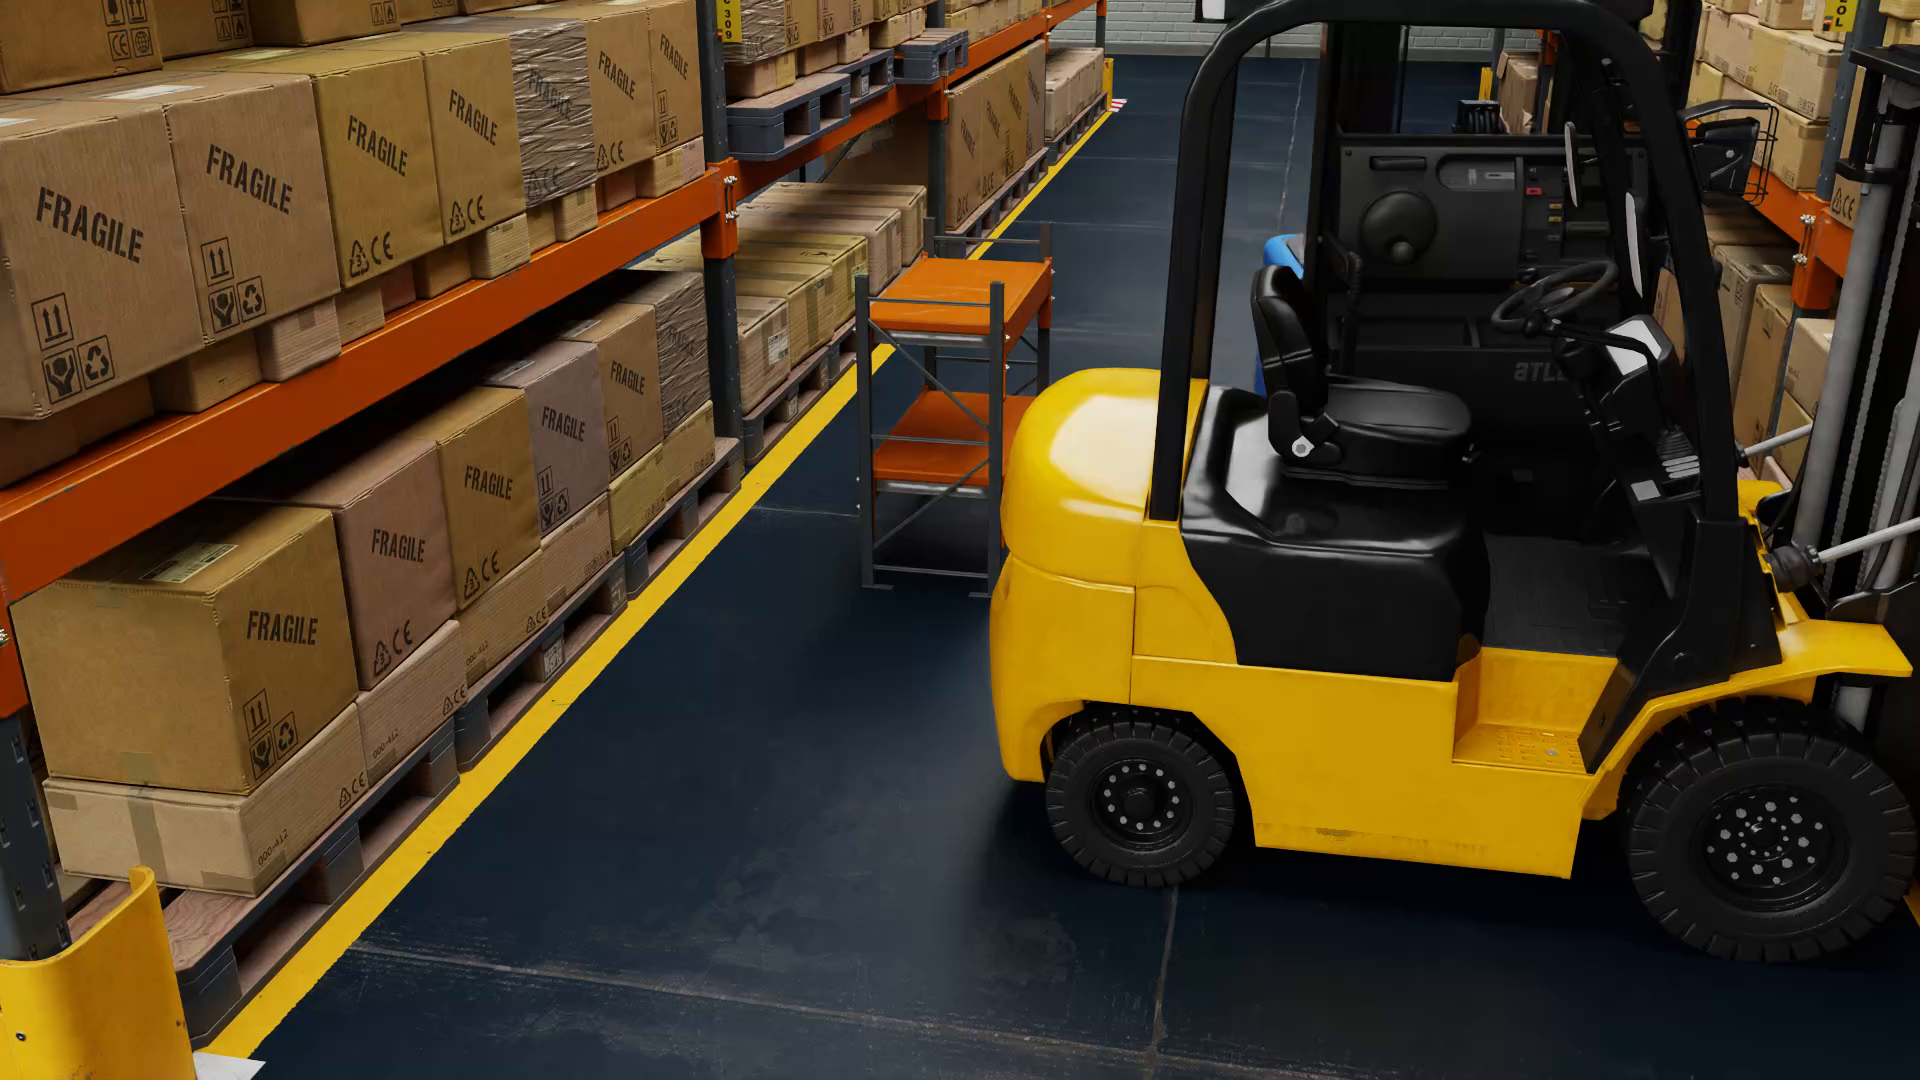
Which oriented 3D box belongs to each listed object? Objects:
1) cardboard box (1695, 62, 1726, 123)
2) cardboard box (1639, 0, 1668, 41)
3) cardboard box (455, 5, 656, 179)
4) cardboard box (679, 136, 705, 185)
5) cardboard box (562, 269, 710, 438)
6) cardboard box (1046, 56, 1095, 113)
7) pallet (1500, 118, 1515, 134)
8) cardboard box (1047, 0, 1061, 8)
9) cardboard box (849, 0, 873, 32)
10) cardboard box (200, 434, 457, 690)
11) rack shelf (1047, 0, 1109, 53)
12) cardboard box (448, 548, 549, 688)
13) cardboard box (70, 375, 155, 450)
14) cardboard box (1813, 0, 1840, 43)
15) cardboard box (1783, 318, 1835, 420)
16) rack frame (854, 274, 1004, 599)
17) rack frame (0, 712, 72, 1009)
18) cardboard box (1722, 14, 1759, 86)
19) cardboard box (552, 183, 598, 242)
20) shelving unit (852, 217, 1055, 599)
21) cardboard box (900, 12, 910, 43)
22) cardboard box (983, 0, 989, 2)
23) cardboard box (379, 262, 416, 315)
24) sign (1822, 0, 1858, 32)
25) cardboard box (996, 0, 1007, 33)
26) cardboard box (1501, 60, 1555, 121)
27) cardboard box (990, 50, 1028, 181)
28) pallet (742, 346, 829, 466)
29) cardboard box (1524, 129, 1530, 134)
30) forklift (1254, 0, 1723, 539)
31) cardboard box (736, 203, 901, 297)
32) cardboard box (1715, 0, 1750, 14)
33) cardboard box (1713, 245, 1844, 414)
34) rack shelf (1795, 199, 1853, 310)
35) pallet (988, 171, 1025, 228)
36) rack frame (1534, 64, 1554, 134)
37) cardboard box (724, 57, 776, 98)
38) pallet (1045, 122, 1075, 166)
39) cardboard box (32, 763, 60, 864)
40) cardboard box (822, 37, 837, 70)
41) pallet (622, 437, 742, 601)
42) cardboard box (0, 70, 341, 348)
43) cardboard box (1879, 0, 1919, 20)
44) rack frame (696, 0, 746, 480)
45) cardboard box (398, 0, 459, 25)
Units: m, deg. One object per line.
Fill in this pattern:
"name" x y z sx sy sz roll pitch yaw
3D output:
"cardboard box" 3.624 -1.990 7.481 0.500 0.250 0.500 5 23 13
"cardboard box" 3.913 -2.786 8.788 0.500 0.250 0.500 4 22 11
"cardboard box" -1.354 -1.494 5.516 0.500 0.500 0.500 5 23 13
"cardboard box" -1.176 -1.423 6.207 0.380 0.149 0.250 4 22 10
"cardboard box" -1.267 -0.710 6.216 0.500 0.500 0.500 4 22 10
"cardboard box" 0.824 -4.490 16.356 0.875 0.438 0.875 5 22 12
"pallet" 5.471 -3.634 15.094 1.003 0.211 1.213 4 22 11
"cardboard box" 0.576 -4.804 14.132 0.500 0.500 0.500 5 23 13
"cardboard box" -0.722 -2.760 8.098 0.500 0.500 0.500 4 22 9
"cardboard box" -1.683 0.042 4.350 0.500 0.500 0.500 4 22 9
"rack shelf" 0.632 -5.003 15.725 1.077 0.370 4.000 4 22 11
"cardboard box" -1.579 0.203 4.952 0.500 0.250 0.500 6 23 15
"cardboard box" -1.916 -0.302 3.425 0.380 0.149 0.250 5 22 12
"cardboard box" 3.338 -1.888 6.023 0.380 0.149 0.250 4 22 10
"cardboard box" 3.045 -0.533 5.442 0.500 0.250 0.500 4 22 10
"rack frame" -0.102 -0.338 5.688 0.500 1.125 0.032 4 22 11
"rack frame" -2.222 -0.217 2.876 0.949 2.616 0.053 4 22 11
"cardboard box" 3.509 -2.039 6.934 0.500 0.250 0.500 5 22 12
"cardboard box" -1.380 -1.051 5.283 0.380 0.149 0.250 4 22 10
"shelving unit" 0.001 -0.524 6.150 0.538 1.125 1.048 4 22 11
"cardboard box" -0.480 -2.793 9.046 0.380 0.149 0.250 3 22 8
"cardboard box" -0.027 -3.842 11.409 0.500 0.250 0.500 4 22 11
"cardboard box" -1.670 -0.681 4.365 0.380 0.149 0.250 5 23 13
"sign" 2.918 -1.841 5.466 0.100 0.325 0.005 4 22 11
"cardboard box" 0.051 -3.794 11.960 0.500 0.250 0.500 4 22 11
"cardboard box" 5.470 -4.201 15.552 0.700 0.500 0.500 5 23 13
"cardboard box" -0.001 -3.251 12.693 0.875 0.875 0.875 5 22 12
"pallet" -1.251 -0.671 7.738 1.003 0.211 1.213 4 22 11
"cardboard box" 4.910 -3.327 13.853 0.380 0.149 0.250 4 22 9
"forklift" 1.623 -0.992 4.893 1.130 2.935 3.031 1 22 2
"cardboard box" -0.860 -1.642 9.371 0.950 0.372 0.625 4 22 10
"cardboard box" 3.513 -2.364 7.207 0.380 0.149 0.250 4 22 9
"cardboard box" 3.712 -0.871 7.118 0.875 0.625 0.625 4 22 10
"rack shelf" 3.043 -0.238 3.891 1.077 0.370 4.000 4 22 11
"pallet" -0.107 -2.577 12.469 1.003 0.211 1.213 4 22 11
"rack frame" 5.084 -4.229 12.838 1.000 3.000 0.127 4 22 11
"cardboard box" -0.987 -1.936 6.920 0.380 0.149 0.250 5 22 12
"pallet" 0.455 -3.584 14.971 1.003 0.211 1.213 4 22 11
"cardboard box" -2.319 0.539 4.119 0.500 0.250 0.500 4 22 11
"cardboard box" -0.799 -2.317 7.867 0.380 0.149 0.250 5 22 11
"pallet" -1.511 -0.138 6.414 1.003 0.211 1.213 4 22 11
"cardboard box" -1.754 -0.743 3.651 0.500 0.500 0.500 5 23 13
"cardboard box" 3.096 -1.694 5.145 0.380 0.149 0.250 5 22 12
"rack frame" -1.409 -1.680 6.509 1.000 3.000 0.127 4 22 11
"cardboard box" -1.966 -1.817 4.979 0.700 0.500 0.500 4 22 10
